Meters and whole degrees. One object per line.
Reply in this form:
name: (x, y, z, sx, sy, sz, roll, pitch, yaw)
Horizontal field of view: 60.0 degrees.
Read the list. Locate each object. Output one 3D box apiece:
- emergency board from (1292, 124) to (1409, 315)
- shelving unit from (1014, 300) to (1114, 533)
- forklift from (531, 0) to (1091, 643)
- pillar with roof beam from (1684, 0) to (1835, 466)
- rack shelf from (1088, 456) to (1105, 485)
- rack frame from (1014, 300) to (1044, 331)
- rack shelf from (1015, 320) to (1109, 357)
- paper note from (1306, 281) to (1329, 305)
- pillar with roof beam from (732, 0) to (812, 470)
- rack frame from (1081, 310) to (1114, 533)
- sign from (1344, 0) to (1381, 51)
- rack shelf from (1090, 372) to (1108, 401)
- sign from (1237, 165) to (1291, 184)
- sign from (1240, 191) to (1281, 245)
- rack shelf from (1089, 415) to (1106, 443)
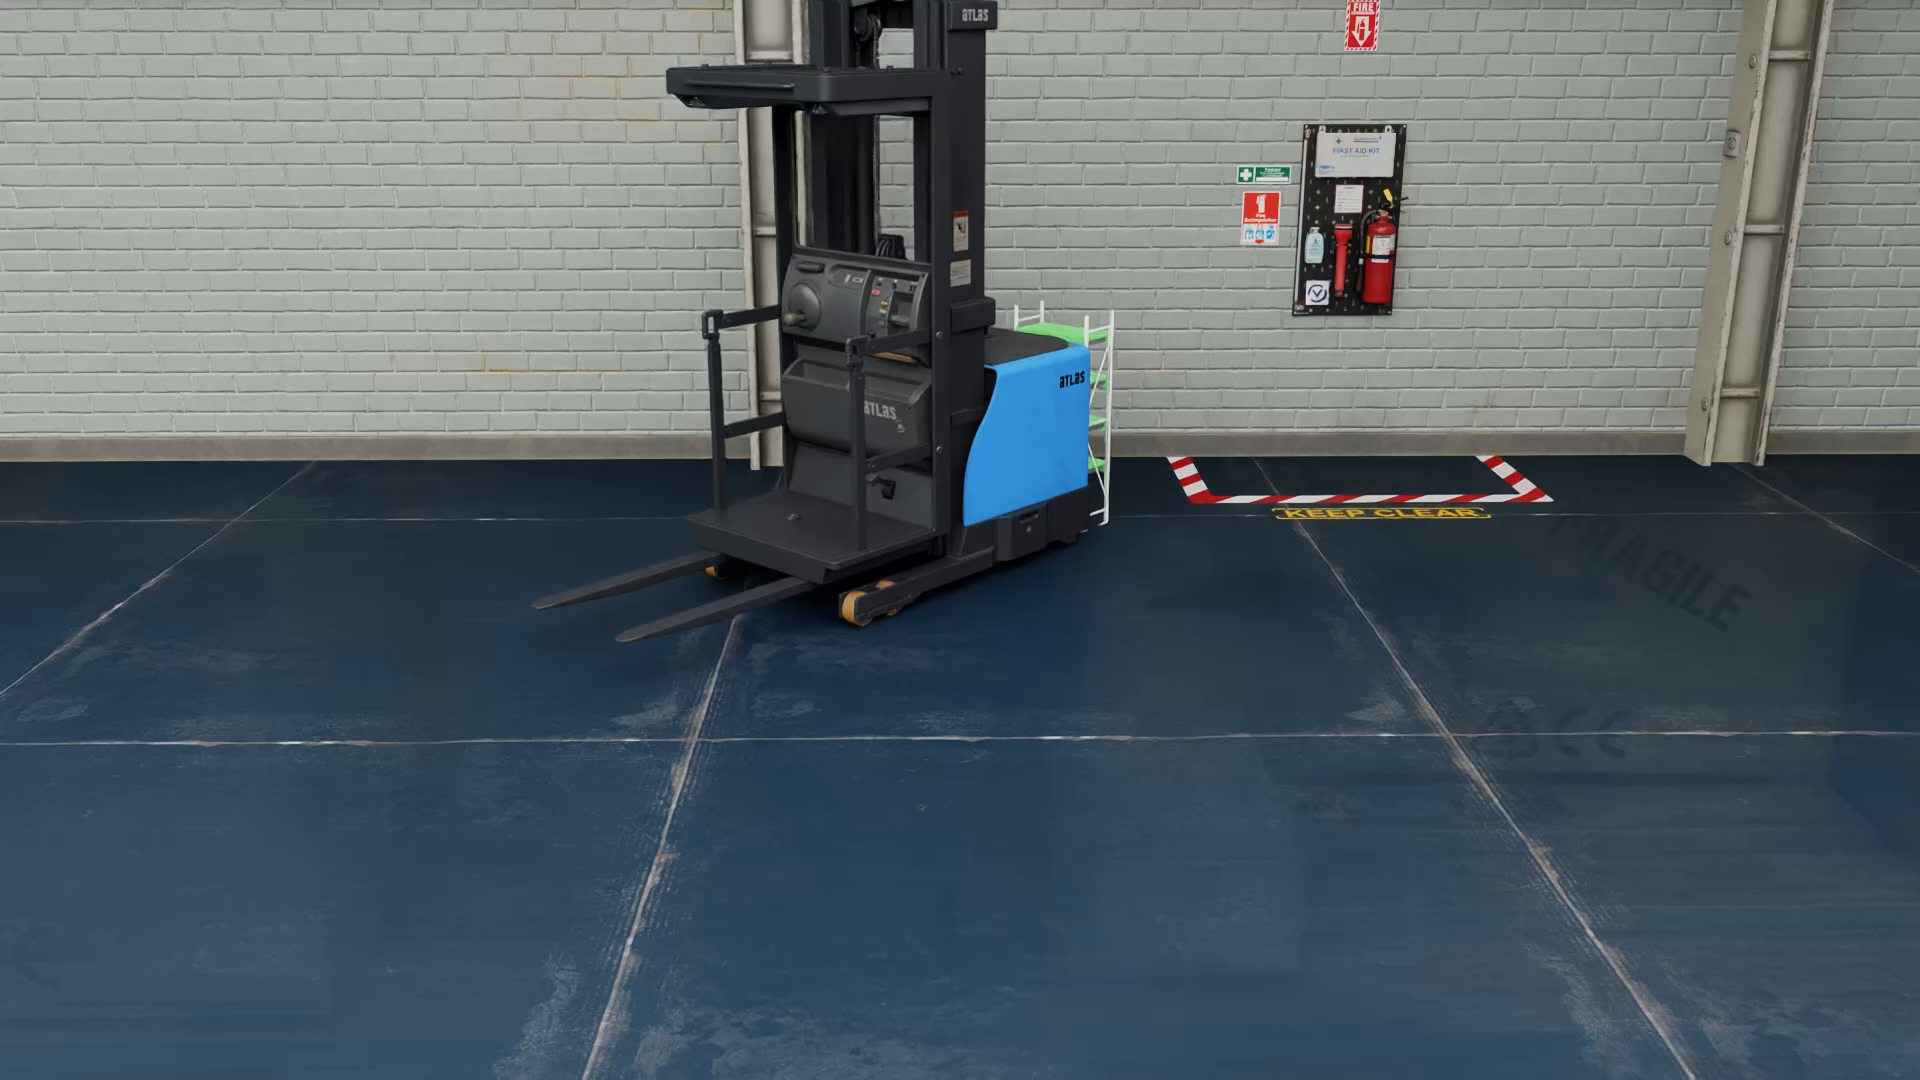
emergency board: (2.413, -1.944, 10.197, 0.643, 1.169, 0.194, 0, 18, -1)
shelving unit: (0.564, -0.691, 9.238, 0.503, 1.200, 0.258, 15, 23, 39)
forklift: (-0.654, -1.167, 7.886, 1.130, 2.935, 3.031, 15, 23, 39)
pillar with roof beam: (4.953, -3.486, 5.183, 0.400, 9.000, 9.100, 0, 18, -1)
rack shelf: (0.564, -0.402, 9.330, 0.480, 0.148, 0.258, 15, 23, 39)
rack frame: (0.382, -0.741, 9.393, 0.015, 1.200, 0.240, 15, 23, 39)
rack shelf: (0.564, -1.087, 9.111, 0.480, 0.148, 0.258, 15, 23, 39)
paper note: (2.235, -1.545, 10.395, 0.142, 0.148, 0.016, 0, 18, -1)
pillar with roof beam: (-1.047, -3.457, 5.093, 0.400, 9.000, 9.100, 0, 18, -1)
rack frame: (0.746, -0.641, 9.082, 0.015, 1.200, 0.240, 15, 23, 39)
sign: (2.404, -3.078, 9.938, 0.199, 0.298, 0.001, 0, 18, -1)
rack shelf: (0.564, -0.859, 9.184, 0.480, 0.148, 0.258, 15, 23, 39)
sign: (1.863, -2.239, 10.192, 0.331, 0.109, 0.001, 0, 18, -1)
sign: (1.859, -1.990, 10.281, 0.234, 0.329, 0.001, 0, 18, -1)
rack shelf: (0.564, -0.630, 9.257, 0.480, 0.148, 0.258, 15, 23, 39)
